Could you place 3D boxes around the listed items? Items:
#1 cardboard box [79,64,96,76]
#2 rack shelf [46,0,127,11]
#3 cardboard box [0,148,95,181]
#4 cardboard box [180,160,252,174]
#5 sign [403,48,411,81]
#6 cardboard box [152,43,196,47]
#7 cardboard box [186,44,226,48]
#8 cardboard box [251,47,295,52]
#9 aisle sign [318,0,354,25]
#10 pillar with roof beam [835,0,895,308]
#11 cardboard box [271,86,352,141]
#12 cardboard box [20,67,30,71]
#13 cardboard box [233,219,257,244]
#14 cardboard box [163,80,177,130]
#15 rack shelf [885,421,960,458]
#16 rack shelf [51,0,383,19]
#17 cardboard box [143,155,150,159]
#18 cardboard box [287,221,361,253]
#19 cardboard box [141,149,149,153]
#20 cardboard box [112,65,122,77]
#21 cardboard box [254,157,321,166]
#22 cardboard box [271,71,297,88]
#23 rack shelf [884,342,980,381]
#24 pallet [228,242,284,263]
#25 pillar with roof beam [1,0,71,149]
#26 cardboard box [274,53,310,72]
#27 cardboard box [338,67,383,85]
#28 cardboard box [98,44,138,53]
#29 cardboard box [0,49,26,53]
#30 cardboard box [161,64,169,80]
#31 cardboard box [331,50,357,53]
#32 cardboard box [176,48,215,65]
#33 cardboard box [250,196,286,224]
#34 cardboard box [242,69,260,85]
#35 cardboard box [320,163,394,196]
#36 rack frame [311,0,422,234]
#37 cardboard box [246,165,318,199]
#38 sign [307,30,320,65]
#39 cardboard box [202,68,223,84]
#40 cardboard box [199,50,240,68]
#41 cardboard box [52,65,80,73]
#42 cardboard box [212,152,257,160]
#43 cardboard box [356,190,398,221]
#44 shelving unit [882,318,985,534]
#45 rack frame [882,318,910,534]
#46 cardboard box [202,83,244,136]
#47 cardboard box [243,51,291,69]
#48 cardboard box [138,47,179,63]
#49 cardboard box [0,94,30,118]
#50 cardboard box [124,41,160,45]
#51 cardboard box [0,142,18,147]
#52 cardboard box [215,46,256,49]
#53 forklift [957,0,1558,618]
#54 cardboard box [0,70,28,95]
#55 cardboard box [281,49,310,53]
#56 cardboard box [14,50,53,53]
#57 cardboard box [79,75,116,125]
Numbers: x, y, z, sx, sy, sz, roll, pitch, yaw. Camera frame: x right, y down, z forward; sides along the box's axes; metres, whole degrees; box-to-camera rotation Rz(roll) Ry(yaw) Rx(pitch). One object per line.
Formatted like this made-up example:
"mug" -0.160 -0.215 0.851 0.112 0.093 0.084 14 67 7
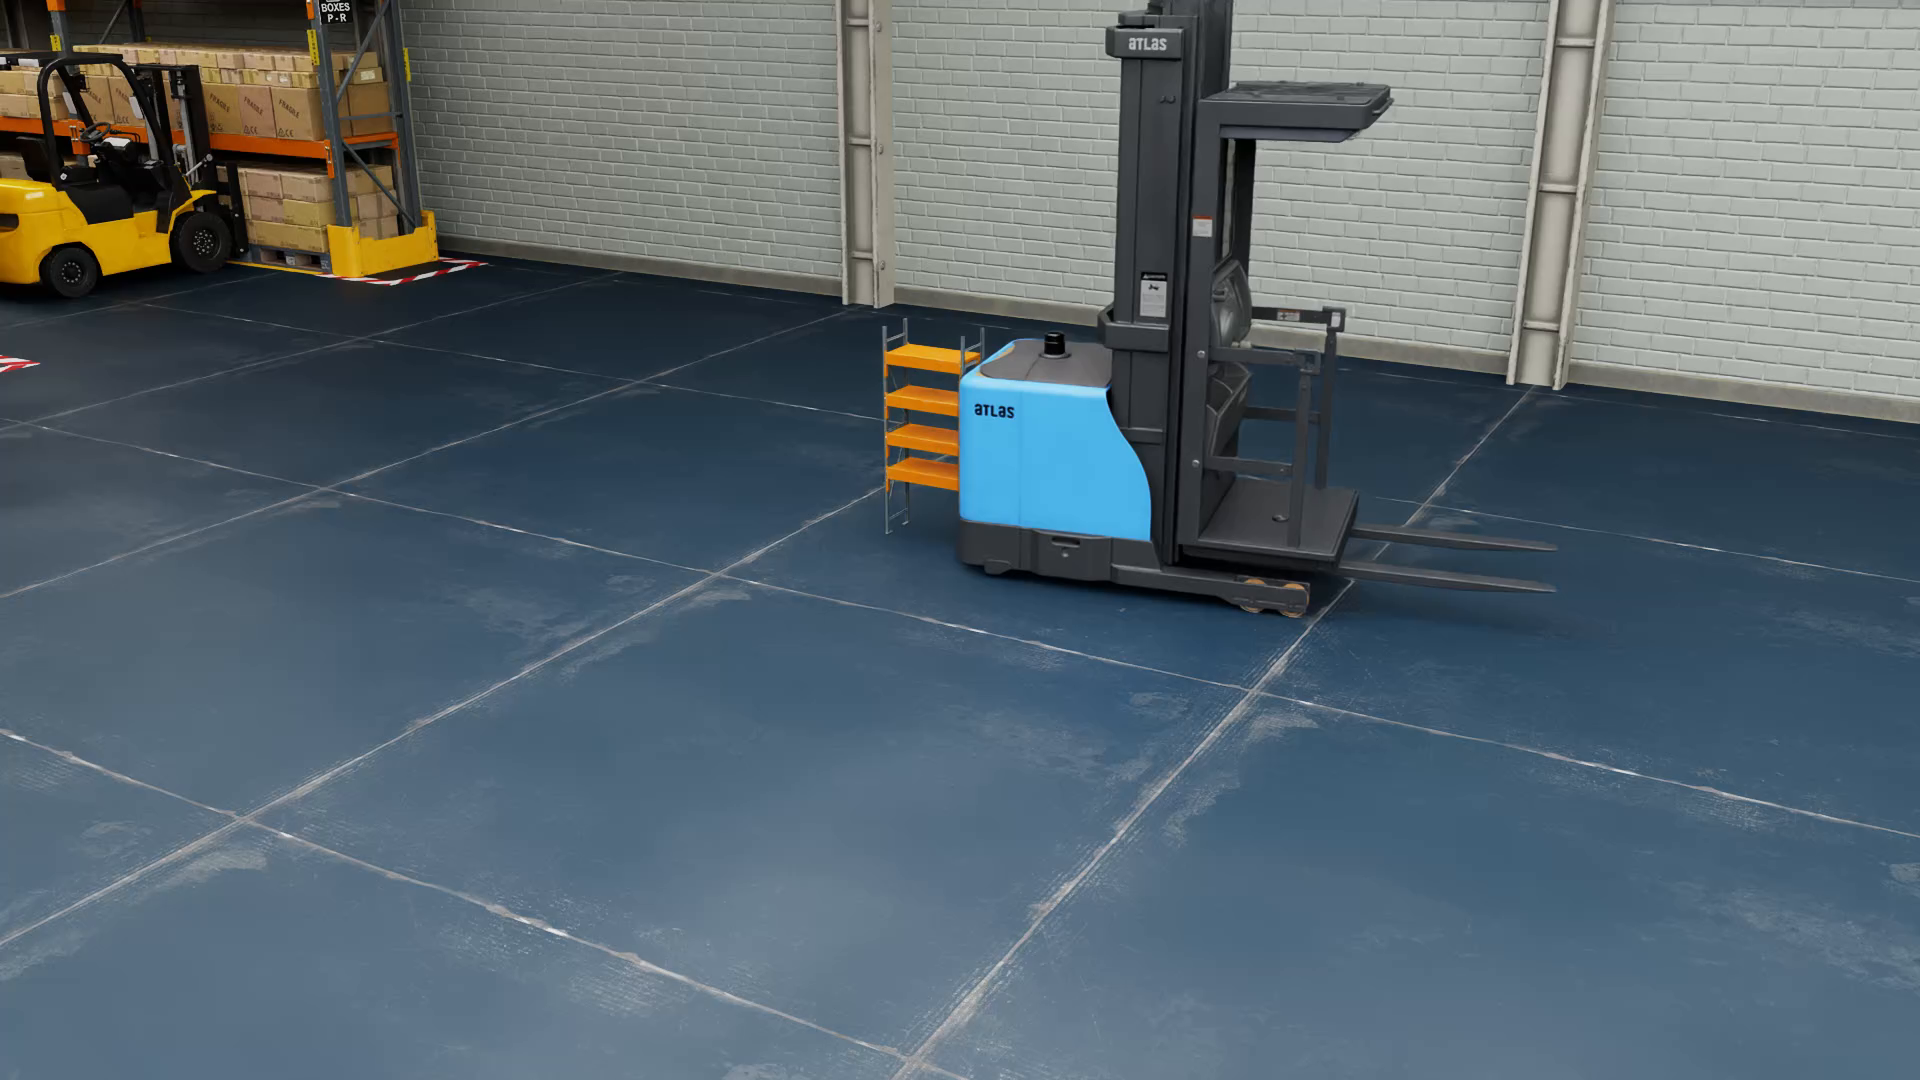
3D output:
"cardboard box" -9.255 -5.107 17.948 0.250 0.149 0.380 10 22 26
"rack shelf" -11.151 -6.291 18.965 4.000 0.370 1.077 11 23 27
"cardboard box" -10.540 -4.182 19.363 0.625 0.625 0.875 11 22 27
"cardboard box" -7.800 -3.831 17.476 0.500 0.250 0.500 10 22 26
"sign" -5.637 -4.830 16.895 0.005 0.325 0.100 11 23 27
"cardboard box" -8.542 -5.321 18.101 0.250 0.149 0.380 11 22 27
"cardboard box" -8.077 -5.249 17.902 0.250 0.149 0.380 10 22 26
"cardboard box" -7.183 -5.081 17.439 0.250 0.149 0.380 10 22 26
"aisle sign" -5.999 -5.345 15.889 0.004 0.787 0.394 11 23 27
"pillar with roof beam" -2.943 -5.146 10.356 0.400 9.000 9.100 11 23 27
"cardboard box" -6.471 -4.272 16.597 0.500 0.500 0.500 10 22 26
"cardboard box" -10.234 -5.323 18.543 0.250 0.149 0.380 11 23 27
"cardboard box" -7.339 -3.282 17.429 0.500 0.250 0.500 11 23 28
"cardboard box" -8.239 -4.616 17.546 0.500 0.500 0.500 11 22 27
"rack shelf" -0.145 -0.528 9.259 0.480 0.148 0.258 11 23 27
"rack shelf" -7.659 -5.626 17.132 4.000 0.370 1.077 11 23 27
"cardboard box" -8.694 -3.999 17.942 0.500 0.250 0.500 11 23 27
"cardboard box" -6.477 -3.110 16.957 0.500 0.250 0.500 11 23 28
"cardboard box" -8.881 -4.237 18.597 0.500 0.250 0.500 11 23 28
"cardboard box" -8.787 -5.029 17.734 0.250 0.149 0.380 11 23 27
"cardboard box" -7.110 -3.901 17.670 0.500 0.250 0.500 11 22 27
"cardboard box" -6.590 -4.581 16.498 0.250 0.149 0.380 11 23 28
"rack shelf" -0.144 -0.961 9.102 0.480 0.148 0.258 11 23 27
"pallet" -7.662 -3.228 17.955 1.213 0.211 1.003 11 23 27
"pillar with roof beam" -13.419 -7.142 15.857 0.400 9.000 9.100 11 23 27
"cardboard box" -6.559 -4.742 16.504 0.250 0.149 0.380 11 23 27
"cardboard box" -6.082 -4.707 16.844 0.250 0.149 0.380 10 22 26
"cardboard box" -8.990 -5.226 17.838 0.250 0.149 0.380 11 23 28
"cardboard box" -11.165 -5.660 19.472 0.250 0.149 0.380 12 23 29
"cardboard box" -8.152 -4.886 17.337 0.250 0.149 0.380 10 22 26
"cardboard box" -6.304 -4.895 16.928 0.250 0.149 0.380 12 23 29
"cardboard box" -7.882 -5.010 17.244 0.250 0.149 0.380 11 23 28
"cardboard box" -6.923 -3.436 17.121 0.500 0.250 0.500 11 22 27
"cardboard box" -6.997 -4.687 16.790 0.250 0.149 0.380 11 22 27
"cardboard box" -6.240 -3.732 17.206 0.500 0.250 0.500 10 22 26
"rack frame" -5.913 -4.221 16.603 0.127 3.000 1.000 11 23 27
"cardboard box" -6.916 -3.663 17.015 0.500 0.250 0.500 11 23 28
"sign" -6.190 -4.718 15.927 0.005 0.325 0.100 11 23 27
"cardboard box" -7.484 -4.754 16.973 0.250 0.149 0.380 11 23 28
"cardboard box" -7.491 -4.892 16.919 0.250 0.149 0.380 11 23 28
"cardboard box" -9.811 -5.229 18.284 0.250 0.149 0.380 12 23 29
"cardboard box" -7.996 -4.069 18.134 0.500 0.250 0.500 11 23 28
"cardboard box" -6.222 -3.501 17.302 0.500 0.250 0.500 11 23 28
"shelving unit" -0.145 -0.592 9.236 0.503 1.200 0.258 11 23 27
"rack frame" -0.358 -0.632 9.348 0.015 1.200 0.240 11 23 27
"cardboard box" -7.367 -4.446 17.077 0.500 0.500 0.500 10 22 26
"cardboard box" -6.982 -4.841 16.777 0.250 0.149 0.380 11 23 28
"cardboard box" -8.358 -5.072 17.415 0.250 0.149 0.380 10 22 26
"cardboard box" -10.414 -4.904 18.705 0.500 0.250 0.500 11 22 27
"cardboard box" -8.979 -5.415 18.361 0.250 0.149 0.380 11 23 27
"cardboard box" -11.785 -4.419 20.014 0.625 0.625 0.875 12 23 29
"cardboard box" -7.671 -5.141 17.605 0.250 0.149 0.380 12 23 29
"forklift" 1.558 -1.195 8.362 3.031 2.935 1.130 7 21 18
"cardboard box" -10.411 -5.140 18.623 0.500 0.250 0.500 10 22 26
"cardboard box" -6.760 -4.971 17.137 0.250 0.149 0.380 11 23 28
"cardboard box" -10.694 -5.589 19.275 0.250 0.149 0.380 11 22 27
"cardboard box" -9.145 -4.782 18.003 0.500 0.500 0.500 10 22 26
